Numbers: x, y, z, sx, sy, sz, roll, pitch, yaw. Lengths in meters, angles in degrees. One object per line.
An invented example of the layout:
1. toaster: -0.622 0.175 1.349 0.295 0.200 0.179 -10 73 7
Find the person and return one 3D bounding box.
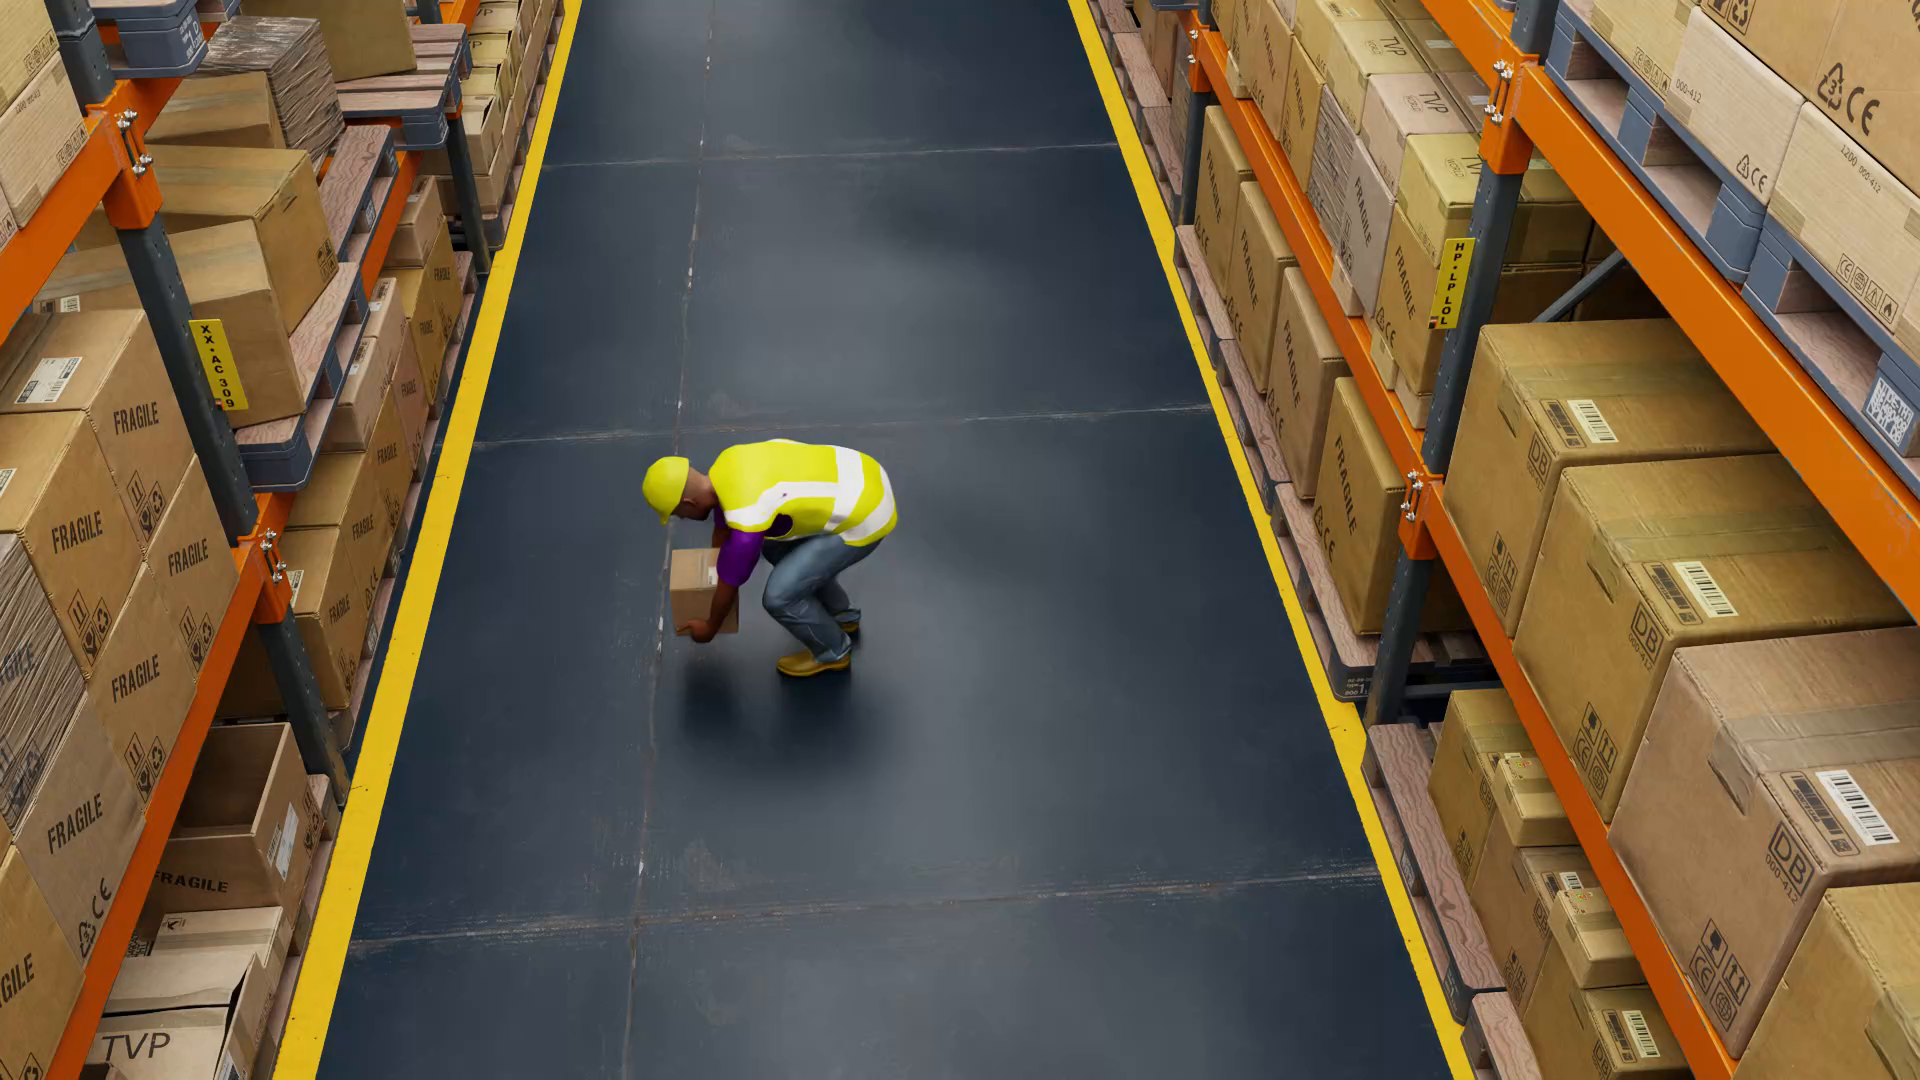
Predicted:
1. person: -0.730 0.069 6.625 0.965 1.042 0.522 -5 39 -6
